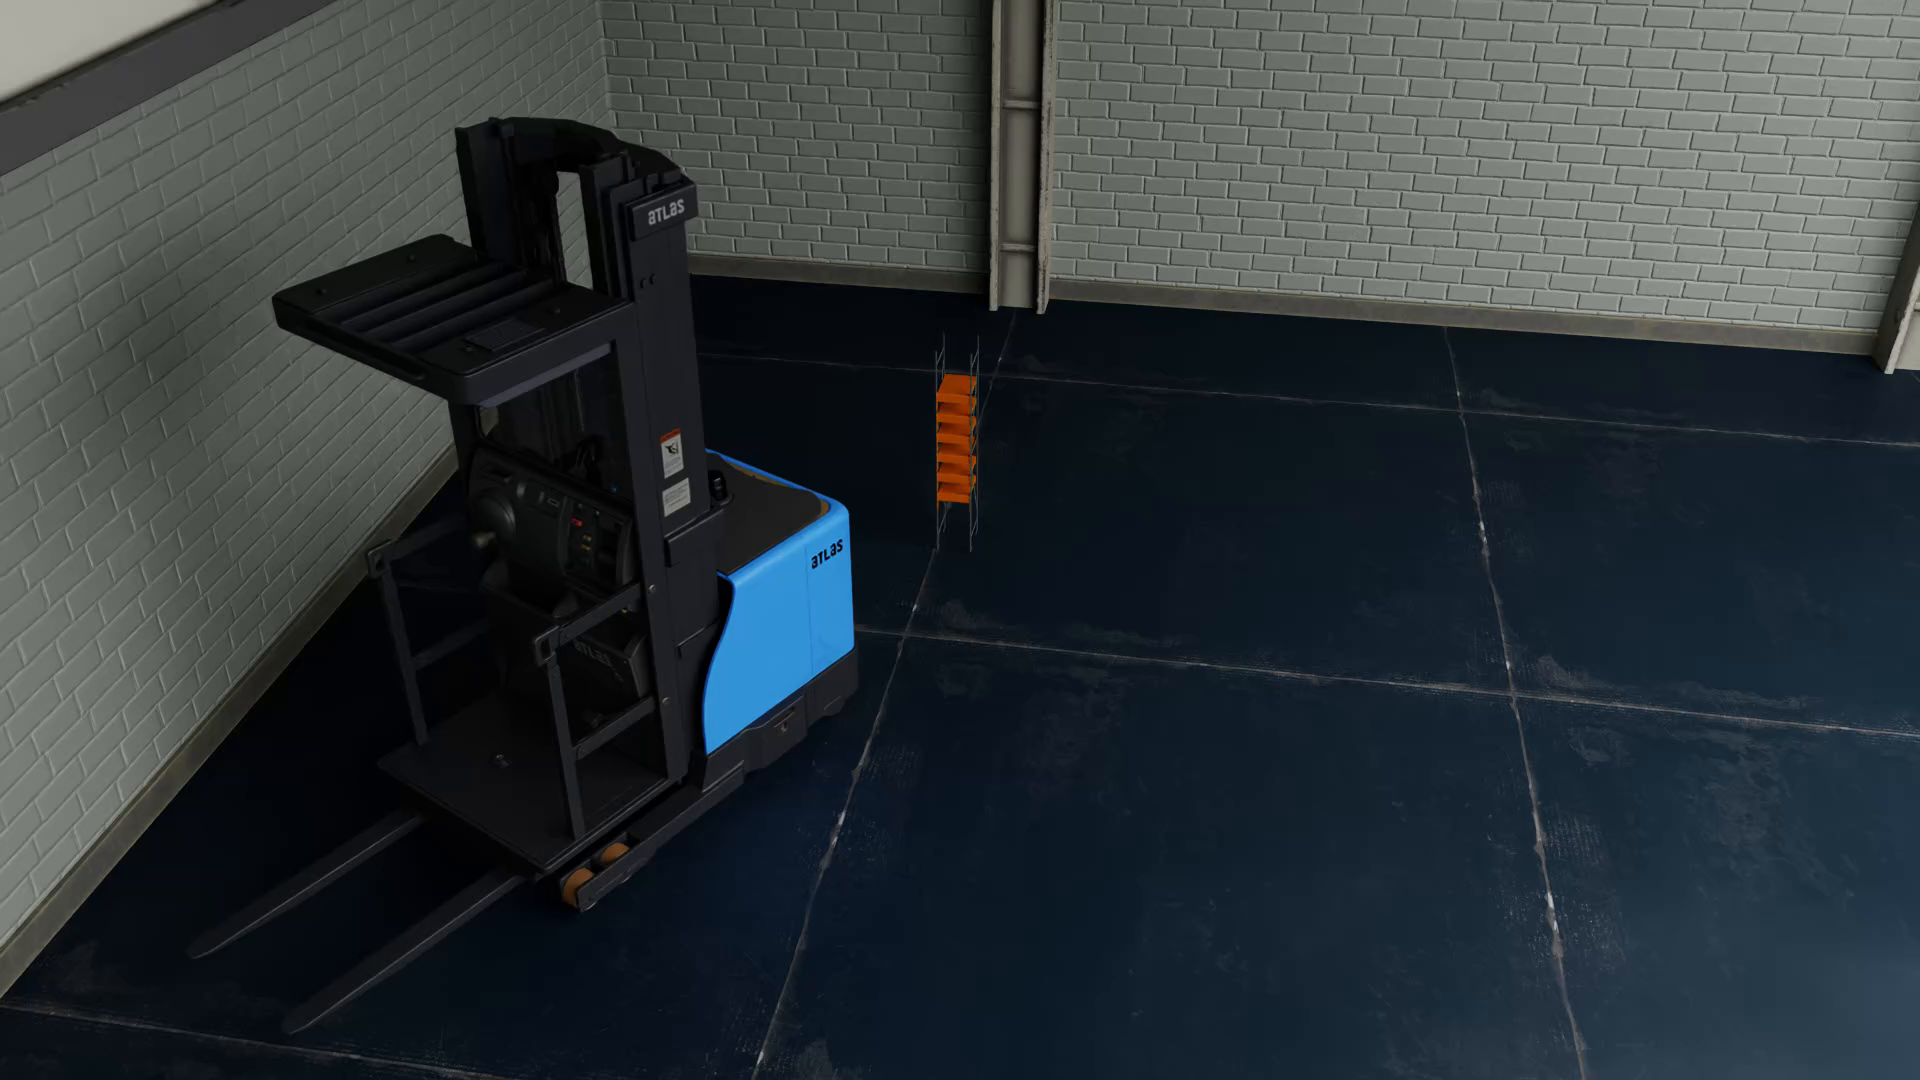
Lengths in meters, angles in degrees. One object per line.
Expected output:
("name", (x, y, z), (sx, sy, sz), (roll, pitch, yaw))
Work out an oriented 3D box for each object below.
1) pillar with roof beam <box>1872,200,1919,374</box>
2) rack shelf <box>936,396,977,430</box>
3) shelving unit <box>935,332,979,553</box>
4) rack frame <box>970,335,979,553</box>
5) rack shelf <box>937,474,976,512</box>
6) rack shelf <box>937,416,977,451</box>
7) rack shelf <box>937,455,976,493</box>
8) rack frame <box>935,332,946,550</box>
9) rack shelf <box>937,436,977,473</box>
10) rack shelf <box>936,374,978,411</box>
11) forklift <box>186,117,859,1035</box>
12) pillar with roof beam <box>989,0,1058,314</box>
("pillar with roof beam", (5.617, -2.731, 5.131), (0.400, 9.000, 9.100), (5, 32, 8))
("rack shelf", (-0.014, -0.676, 8.830), (0.180, 0.103, 0.258), (5, 32, 8))
("shelving unit", (-0.014, -0.510, 8.934), (0.189, 1.200, 0.258), (5, 32, 8))
("rack frame", (0.076, -0.502, 8.921), (0.006, 1.200, 0.240), (5, 32, 8))
("rack shelf", (-0.014, -0.269, 9.085), (0.180, 0.103, 0.258), (5, 32, 8))
("rack shelf", (-0.014, -0.574, 8.894), (0.180, 0.103, 0.258), (5, 32, 8))
("rack shelf", (-0.014, -0.371, 9.021), (0.180, 0.103, 0.258), (5, 32, 8))
("rack frame", (-0.104, -0.518, 8.947), (0.006, 1.200, 0.240), (5, 32, 8))
("rack shelf", (-0.014, -0.472, 8.957), (0.180, 0.103, 0.258), (5, 32, 8))
("rack shelf", (-0.014, -0.777, 8.766), (0.180, 0.103, 0.258), (5, 32, 8))
("forklift", (-1.772, -0.021, 6.521), (1.130, 2.935, 3.031), (22, 38, 31))
("pillar with roof beam", (-0.298, -3.266, 5.987), (0.400, 9.000, 9.100), (5, 32, 8))
